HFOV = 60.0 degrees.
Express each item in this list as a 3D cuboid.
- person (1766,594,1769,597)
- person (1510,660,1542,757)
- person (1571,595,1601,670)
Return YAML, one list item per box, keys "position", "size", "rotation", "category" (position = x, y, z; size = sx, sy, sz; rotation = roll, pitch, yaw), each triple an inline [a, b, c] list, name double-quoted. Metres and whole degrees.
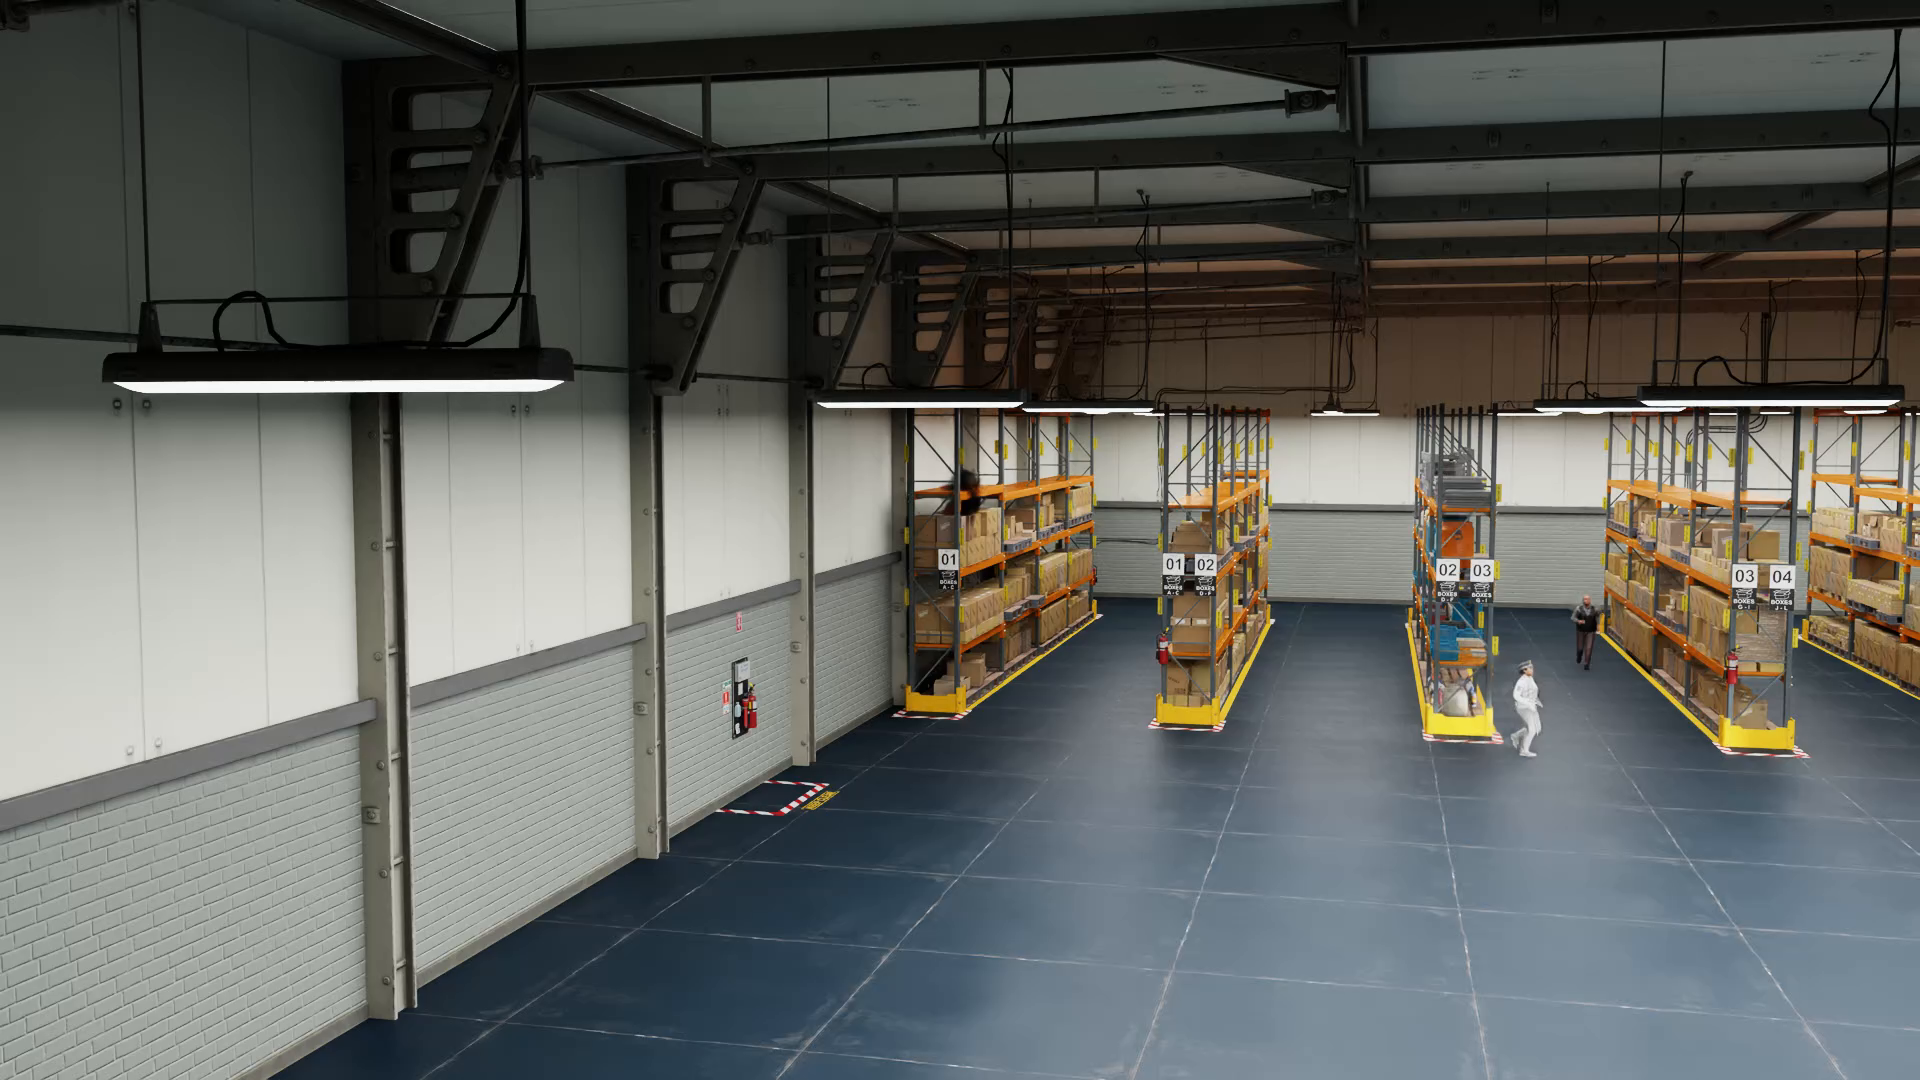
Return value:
- position: [20.293, 1.843, 41.206]
  size: [0.710, 1.771, 0.973]
  rotation: [1, 4, 17]
  category: "person"
- position: [9.572, 2.844, 28.176]
  size: [0.534, 1.652, 0.599]
  rotation: [4, 6, 42]
  category: "person"
- position: [14.320, 2.099, 38.051]
  size: [0.671, 1.694, 0.797]
  rotation: [1, 4, 13]
  category: "person"
